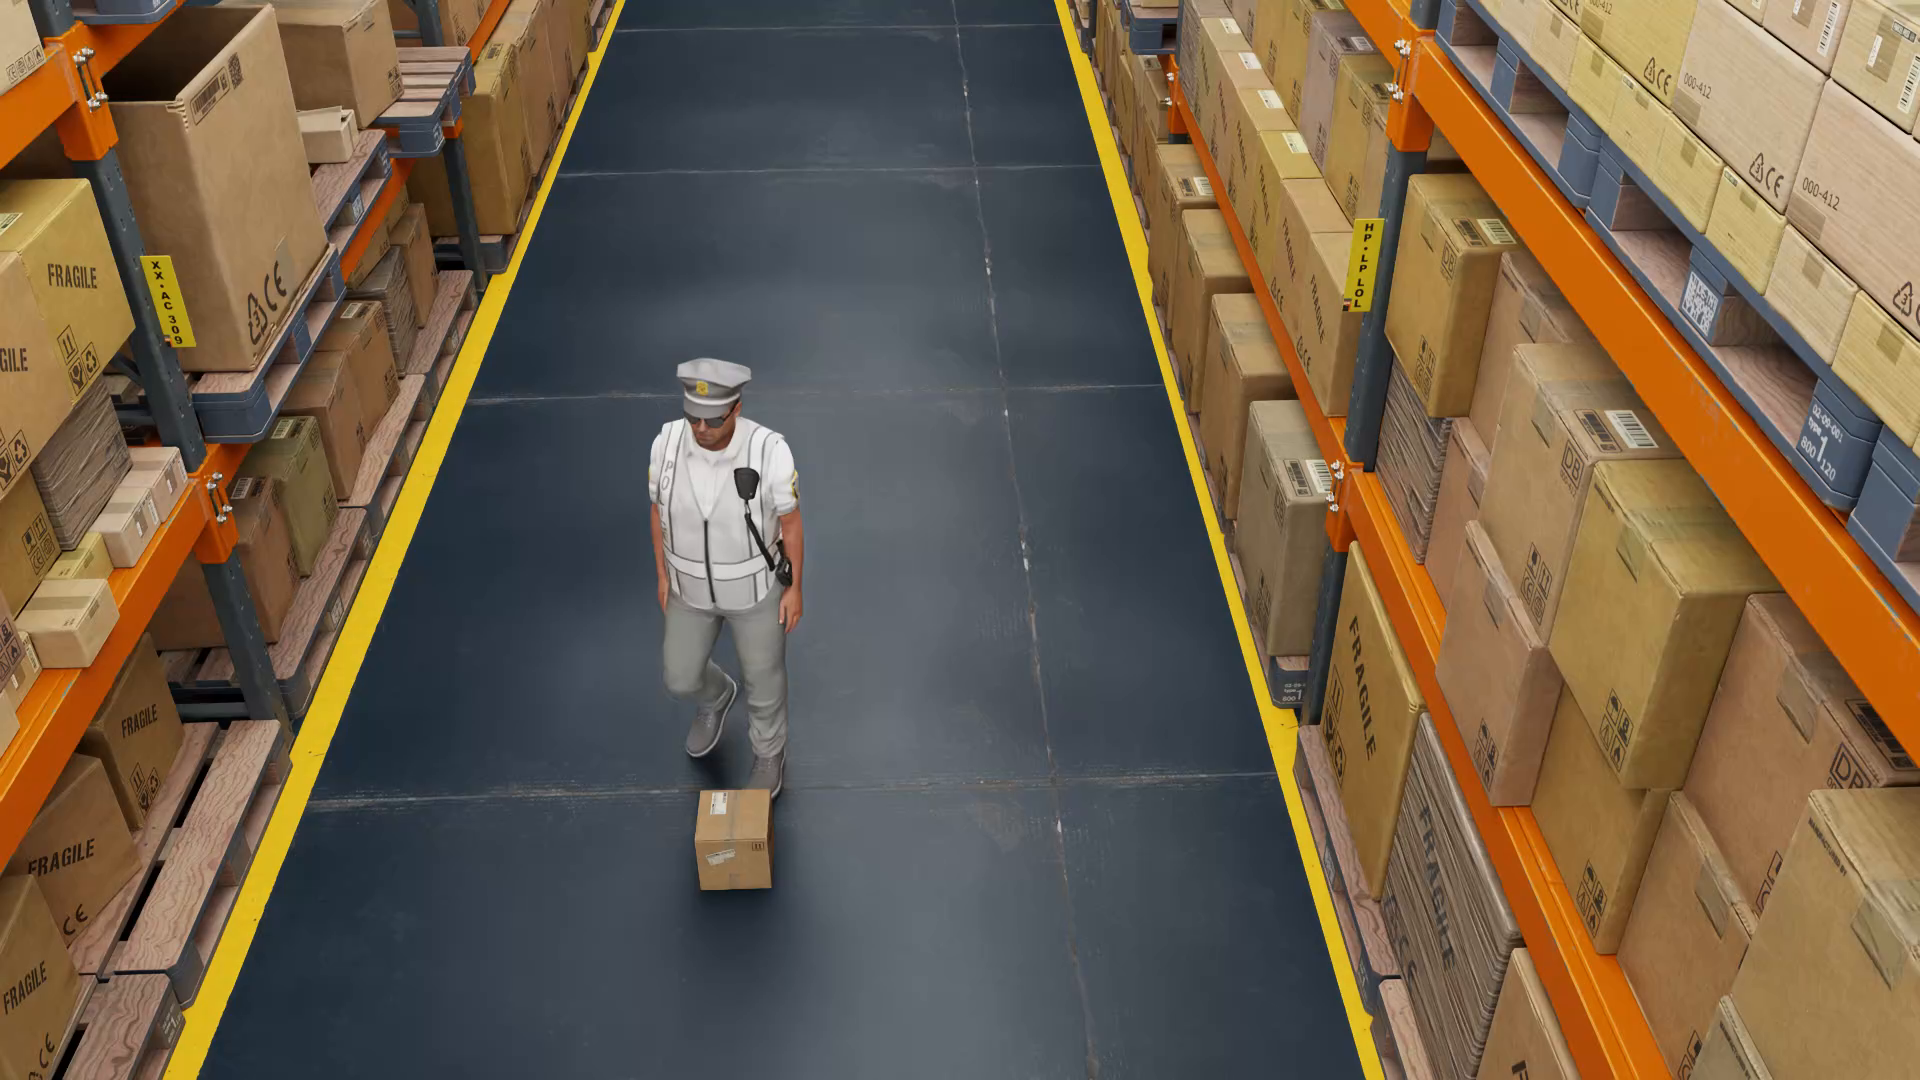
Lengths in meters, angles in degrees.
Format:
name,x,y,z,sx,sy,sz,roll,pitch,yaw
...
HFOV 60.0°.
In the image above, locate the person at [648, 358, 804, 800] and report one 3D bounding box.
name,x,y,z,sx,sy,sz,roll,pitch,yaw
person,-0.819,0.132,5.914,0.548,1.751,0.515,4,35,5
